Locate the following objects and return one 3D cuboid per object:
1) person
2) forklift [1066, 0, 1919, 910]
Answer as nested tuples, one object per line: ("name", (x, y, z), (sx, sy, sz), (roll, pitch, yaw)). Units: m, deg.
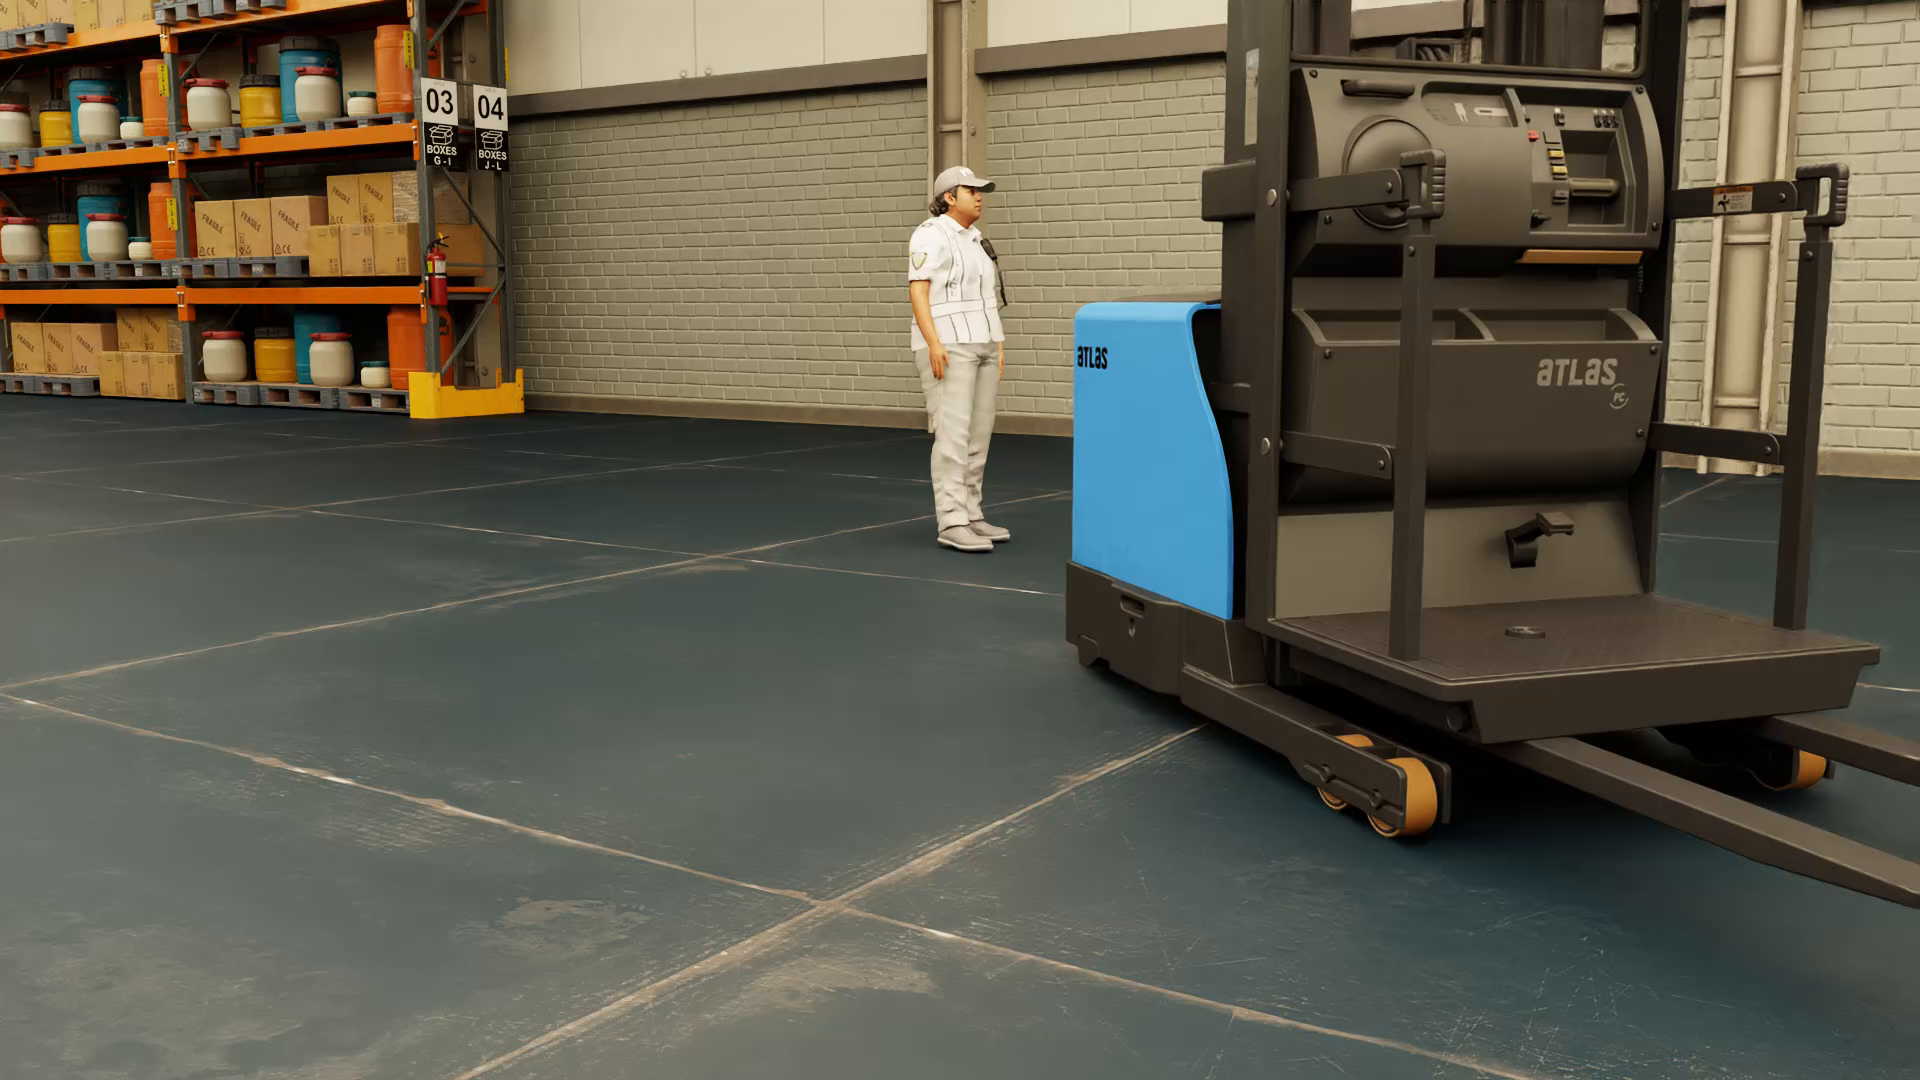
("person", (0.051, -0.824, 7.424), (0.529, 1.670, 0.598), (5, 10, 34))
("forklift", (1.275, -0.912, 3.604), (1.130, 2.935, 3.031), (-3, 9, -19))
